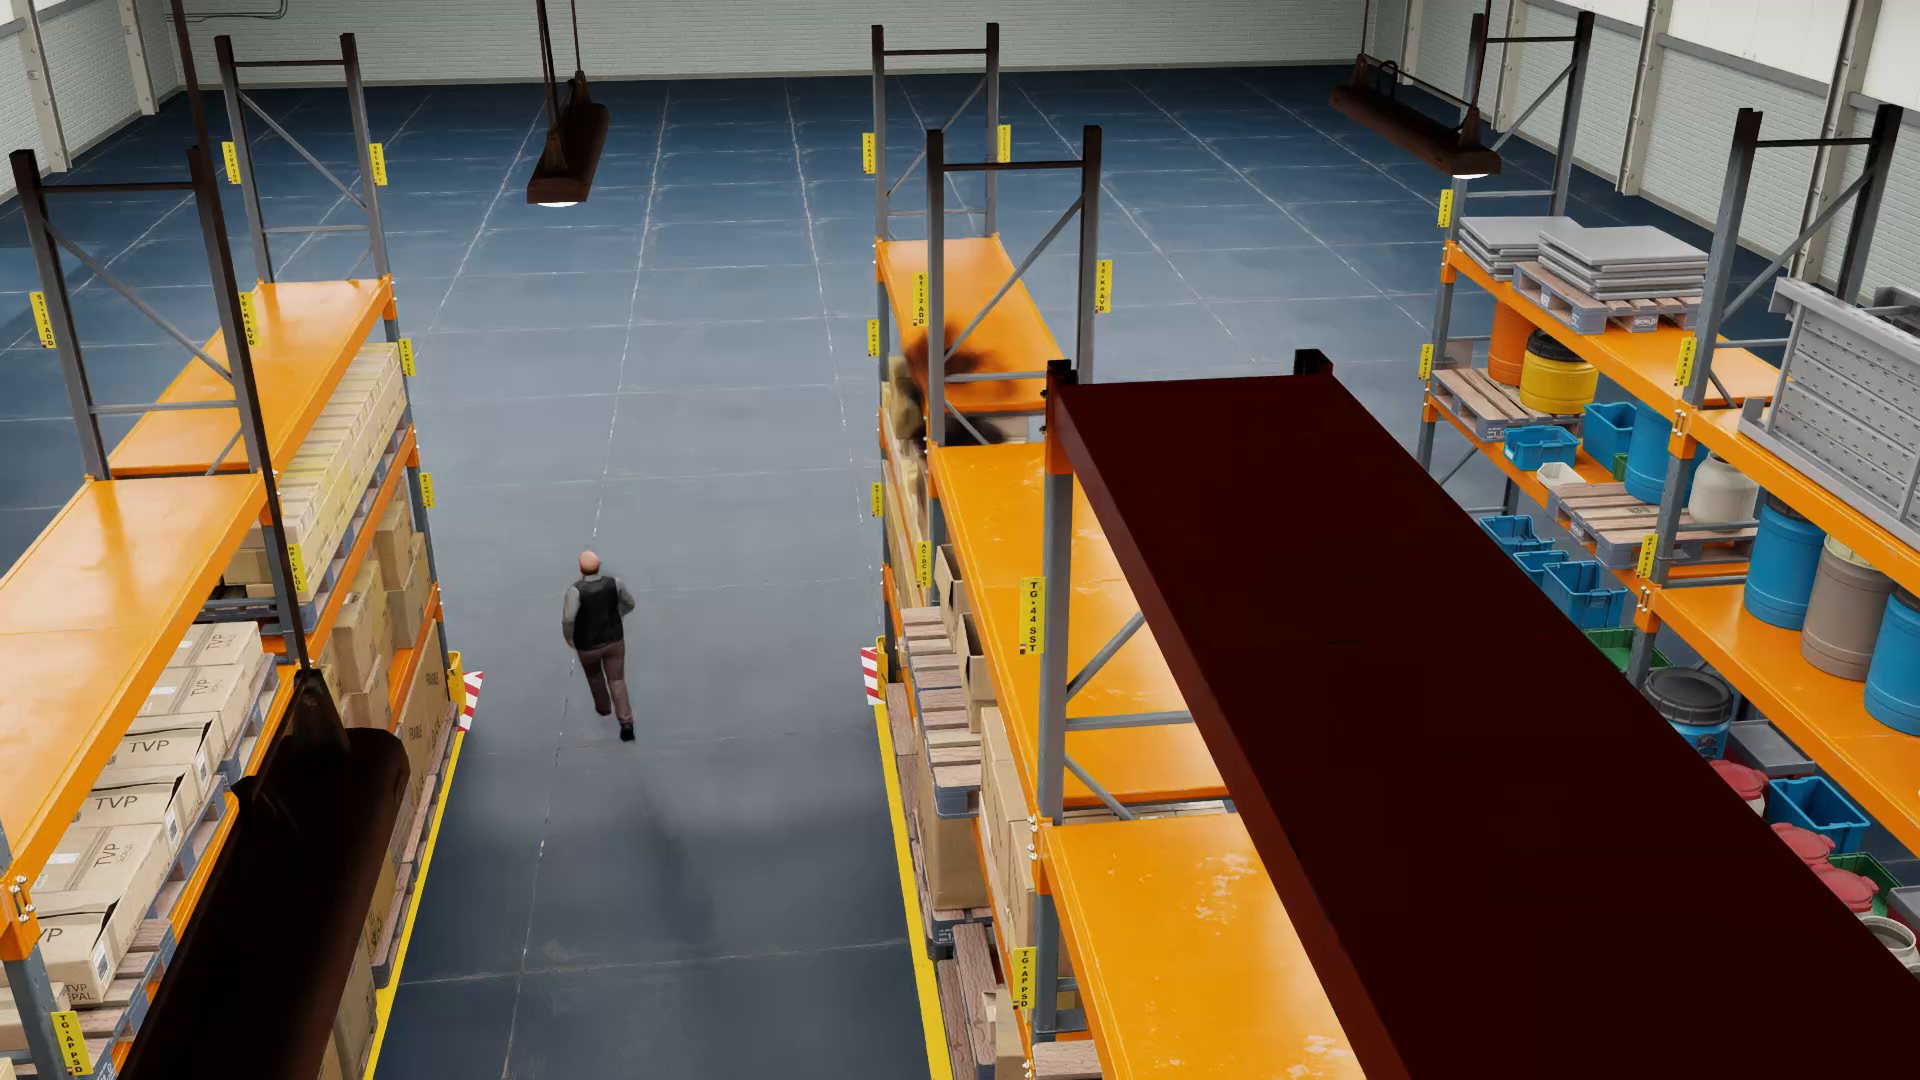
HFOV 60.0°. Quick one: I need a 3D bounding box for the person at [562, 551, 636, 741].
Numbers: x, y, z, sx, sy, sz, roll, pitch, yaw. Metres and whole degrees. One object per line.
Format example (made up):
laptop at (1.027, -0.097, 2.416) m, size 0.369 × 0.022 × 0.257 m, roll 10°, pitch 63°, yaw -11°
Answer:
person at (-3.097, 0.904, 14.344) m, size 0.682 × 1.716 × 0.953 m, roll -13°, pitch 29°, yaw -26°
